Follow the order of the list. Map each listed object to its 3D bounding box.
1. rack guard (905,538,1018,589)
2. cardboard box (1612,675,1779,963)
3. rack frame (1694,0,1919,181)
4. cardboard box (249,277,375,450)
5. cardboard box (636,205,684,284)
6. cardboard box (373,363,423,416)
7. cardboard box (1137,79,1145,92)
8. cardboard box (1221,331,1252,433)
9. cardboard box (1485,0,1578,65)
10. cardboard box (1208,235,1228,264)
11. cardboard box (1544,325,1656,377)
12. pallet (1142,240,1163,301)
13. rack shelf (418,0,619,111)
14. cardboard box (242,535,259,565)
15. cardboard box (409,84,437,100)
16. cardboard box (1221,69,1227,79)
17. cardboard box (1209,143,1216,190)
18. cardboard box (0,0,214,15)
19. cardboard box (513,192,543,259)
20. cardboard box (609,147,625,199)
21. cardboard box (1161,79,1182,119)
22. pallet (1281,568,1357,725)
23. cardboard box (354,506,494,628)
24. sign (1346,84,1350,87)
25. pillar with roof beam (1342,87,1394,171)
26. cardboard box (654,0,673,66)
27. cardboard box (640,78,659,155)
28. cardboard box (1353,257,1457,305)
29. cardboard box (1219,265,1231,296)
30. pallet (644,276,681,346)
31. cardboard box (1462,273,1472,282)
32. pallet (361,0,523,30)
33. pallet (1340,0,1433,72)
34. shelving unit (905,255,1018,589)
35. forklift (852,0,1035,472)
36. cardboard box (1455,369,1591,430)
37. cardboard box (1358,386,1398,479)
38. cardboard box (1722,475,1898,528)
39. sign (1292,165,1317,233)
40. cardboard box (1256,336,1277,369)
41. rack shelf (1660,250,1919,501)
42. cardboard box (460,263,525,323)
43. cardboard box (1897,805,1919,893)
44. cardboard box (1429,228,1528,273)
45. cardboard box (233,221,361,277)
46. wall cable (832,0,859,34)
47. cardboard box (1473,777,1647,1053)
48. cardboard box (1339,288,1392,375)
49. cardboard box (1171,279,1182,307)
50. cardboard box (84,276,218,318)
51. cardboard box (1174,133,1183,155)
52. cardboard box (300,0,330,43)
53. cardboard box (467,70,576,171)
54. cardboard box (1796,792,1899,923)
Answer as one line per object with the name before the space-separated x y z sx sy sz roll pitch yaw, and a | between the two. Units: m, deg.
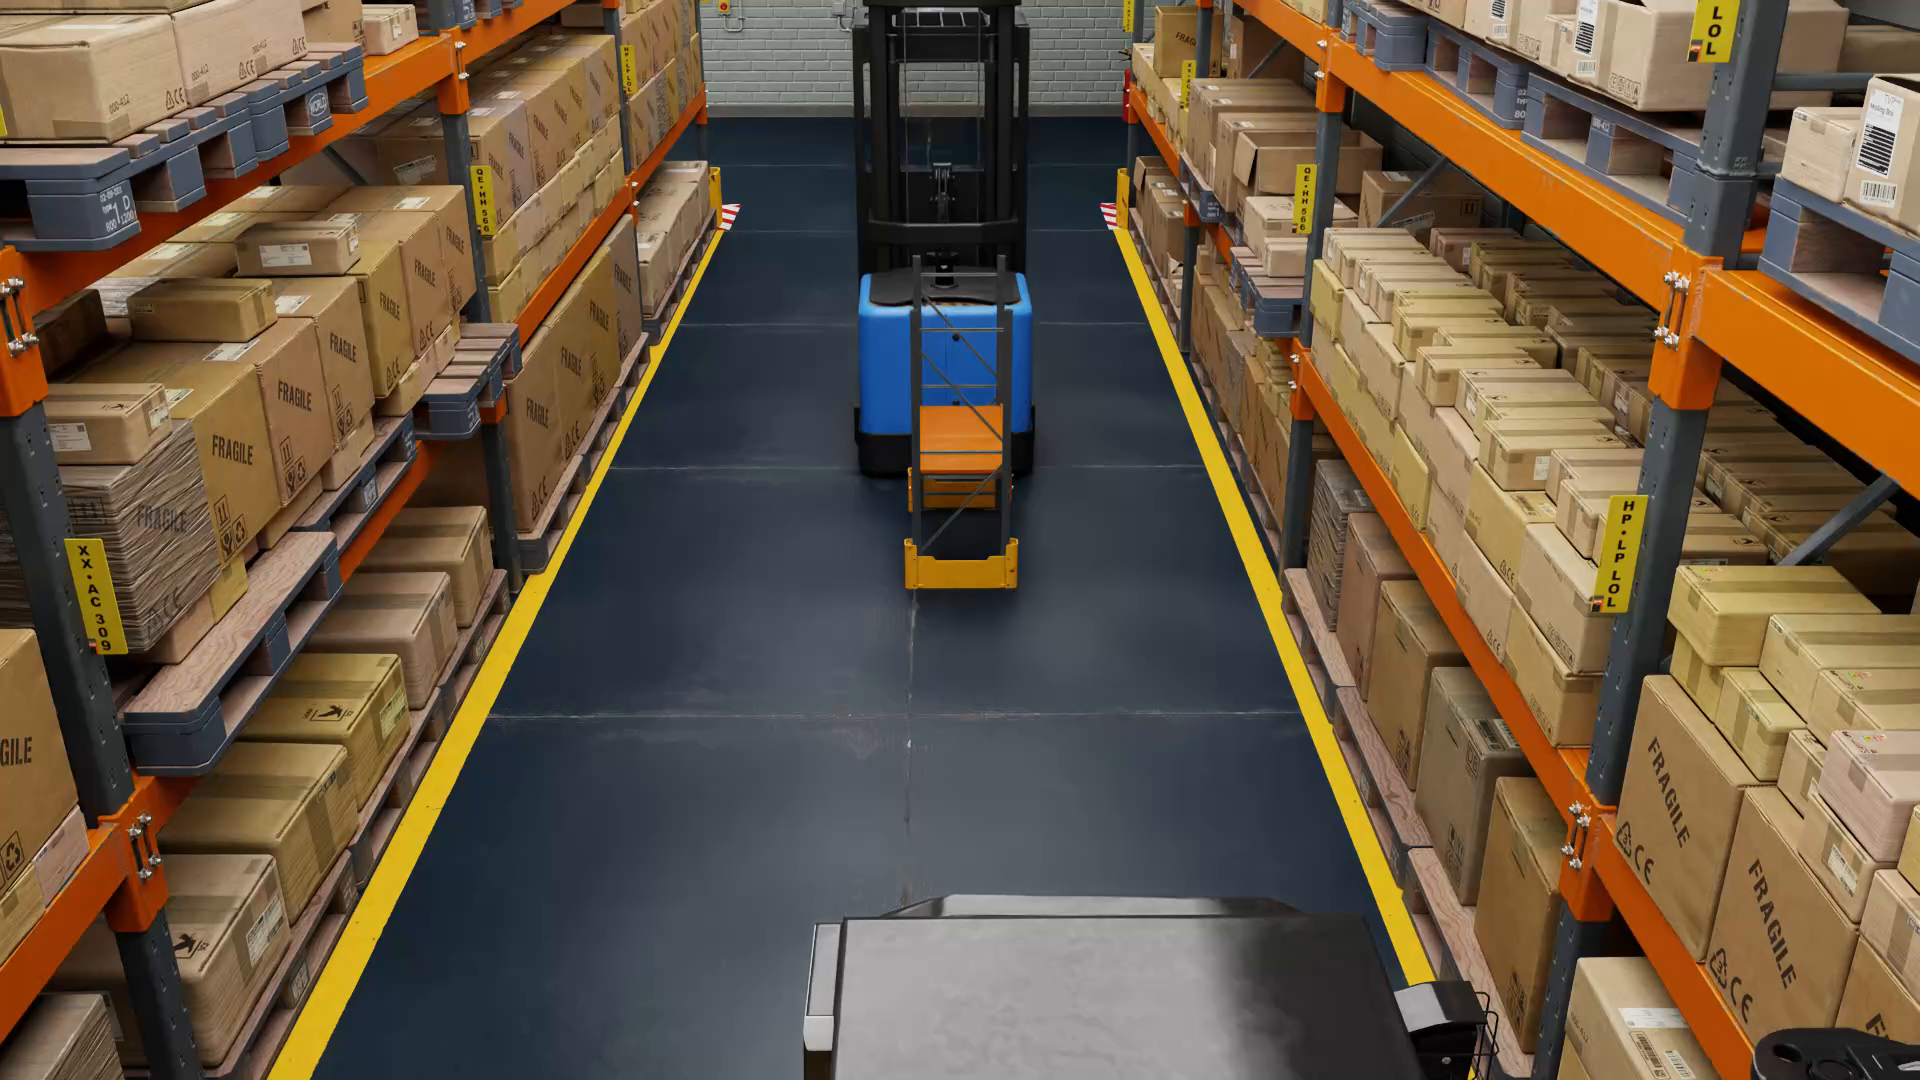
rack guard | 0.006 0.123 8.675 0.587 0.250 0.087 0 24 -1
cardboard box | 1.962 0.661 4.027 0.500 0.500 0.500 -1 24 -2
rack frame | 2.218 -2.211 3.218 1.000 3.000 0.127 0 24 -1
cardboard box | -2.478 -0.642 6.038 0.500 0.500 0.500 -1 24 -3
cardboard box | -2.743 -2.402 13.521 0.875 0.438 0.875 -1 24 -2
cardboard box | -2.416 -0.614 6.763 0.380 0.149 0.250 0 24 0
cardboard box | 1.816 -4.171 15.137 0.380 0.149 0.250 0 24 -1
cardboard box | 1.927 -0.987 10.317 0.500 0.500 0.500 -1 24 -2
cardboard box | 1.958 -1.654 5.104 0.500 0.311 0.500 -1 24 -2
cardboard box | 1.919 -2.002 11.411 0.380 0.149 0.250 -1 24 -3
cardboard box | 2.416 -0.701 6.252 0.380 0.149 0.250 0 24 1
pallet | 2.108 -2.290 14.058 1.003 0.211 1.213 0 24 -1
rack shelf | -2.811 -2.965 9.399 1.077 0.370 4.000 0 24 -1
cardboard box | -2.509 0.021 5.359 0.380 0.149 0.250 1 24 3
cardboard box | -3.069 -2.231 9.208 0.500 0.500 0.500 0 24 -1
cardboard box | 2.368 -3.669 13.544 0.500 0.250 0.500 0 24 -1
cardboard box | 1.762 -2.330 10.415 0.396 0.266 0.258 1 24 2
cardboard box | -2.367 -1.619 4.616 0.500 0.250 0.500 -1 24 -2
cardboard box | -2.552 -1.684 8.909 0.500 0.250 0.500 0 24 1
cardboard box | -2.576 -2.498 11.315 0.500 0.250 0.500 -1 24 -2
cardboard box | 1.869 -3.462 13.085 0.500 0.250 0.500 0 24 -1
pallet | 2.144 0.484 7.923 1.003 0.211 1.213 0 24 -1
cardboard box | -2.793 0.137 7.986 0.950 0.372 0.625 -2 24 -4
sign | 2.685 -3.306 11.514 0.100 0.325 0.005 0 24 -1
pillar with roof beam | -1.281 -5.779 11.108 9.100 9.000 0.400 0 24 -1
cardboard box | -2.592 -4.076 13.287 0.500 0.500 0.500 0 24 -1
cardboard box | -2.578 -3.198 12.559 0.500 0.500 0.500 0 24 0
cardboard box | 1.916 -1.118 7.174 0.380 0.149 0.250 0 24 1
cardboard box | 1.963 -1.753 11.224 0.380 0.149 0.250 -1 24 -3
pallet | -2.763 -1.793 12.959 1.003 0.211 1.213 0 24 -1
cardboard box | 2.457 -1.101 7.621 0.500 0.250 0.500 0 24 1
pallet | -2.849 -2.648 8.053 1.213 0.211 1.003 1 24 2
pallet | 2.271 -2.127 6.902 1.213 0.211 1.003 1 24 2
shelving unit | 0.001 -0.652 8.871 0.587 1.500 1.083 0 24 -1
forklift | -0.125 -2.307 10.794 1.130 2.935 3.031 -1 24 -2
cardboard box | 1.949 -0.485 5.773 0.380 0.149 0.250 0 24 0
cardboard box | 1.948 -0.454 6.796 0.500 0.250 0.500 -1 24 -2
cardboard box | 2.478 -0.075 4.868 0.380 0.149 0.250 -1 24 -2
sign | 1.632 -1.611 7.863 0.100 0.325 0.005 0 24 -1
cardboard box | 1.962 -1.109 9.798 0.380 0.149 0.250 -1 24 -1
rack shelf | 2.240 0.308 2.163 1.077 0.370 4.000 0 24 -1
cardboard box | -2.543 -1.236 8.526 0.500 0.250 0.500 -1 24 -1
cardboard box | 1.960 0.604 3.004 0.380 0.149 0.250 -1 24 -1
cardboard box | 2.380 -1.334 7.650 0.380 0.149 0.250 1 24 1
cardboard box | -2.489 -1.097 6.256 0.380 0.149 0.250 -1 24 -3
wall cable | -1.543 -7.196 20.288 0.588 1.984 0.122 0 24 -1
cardboard box | 2.201 1.198 5.333 0.875 0.625 0.625 1 24 2
cardboard box | 1.939 -0.895 7.164 0.500 0.250 0.500 0 24 1
cardboard box | 1.831 -1.895 12.749 0.380 0.149 0.250 -1 24 -2
cardboard box | -2.993 -0.648 6.051 0.500 0.500 0.500 -1 24 -3
cardboard box | 1.823 -3.004 12.557 0.380 0.149 0.250 0 24 1
cardboard box | -2.744 -1.887 6.017 0.797 0.503 0.637 0 24 -1
cardboard box | -2.557 -2.433 9.655 0.500 0.500 0.500 0 24 0
cardboard box | 1.922 0.630 3.309 0.380 0.149 0.250 0 24 1
